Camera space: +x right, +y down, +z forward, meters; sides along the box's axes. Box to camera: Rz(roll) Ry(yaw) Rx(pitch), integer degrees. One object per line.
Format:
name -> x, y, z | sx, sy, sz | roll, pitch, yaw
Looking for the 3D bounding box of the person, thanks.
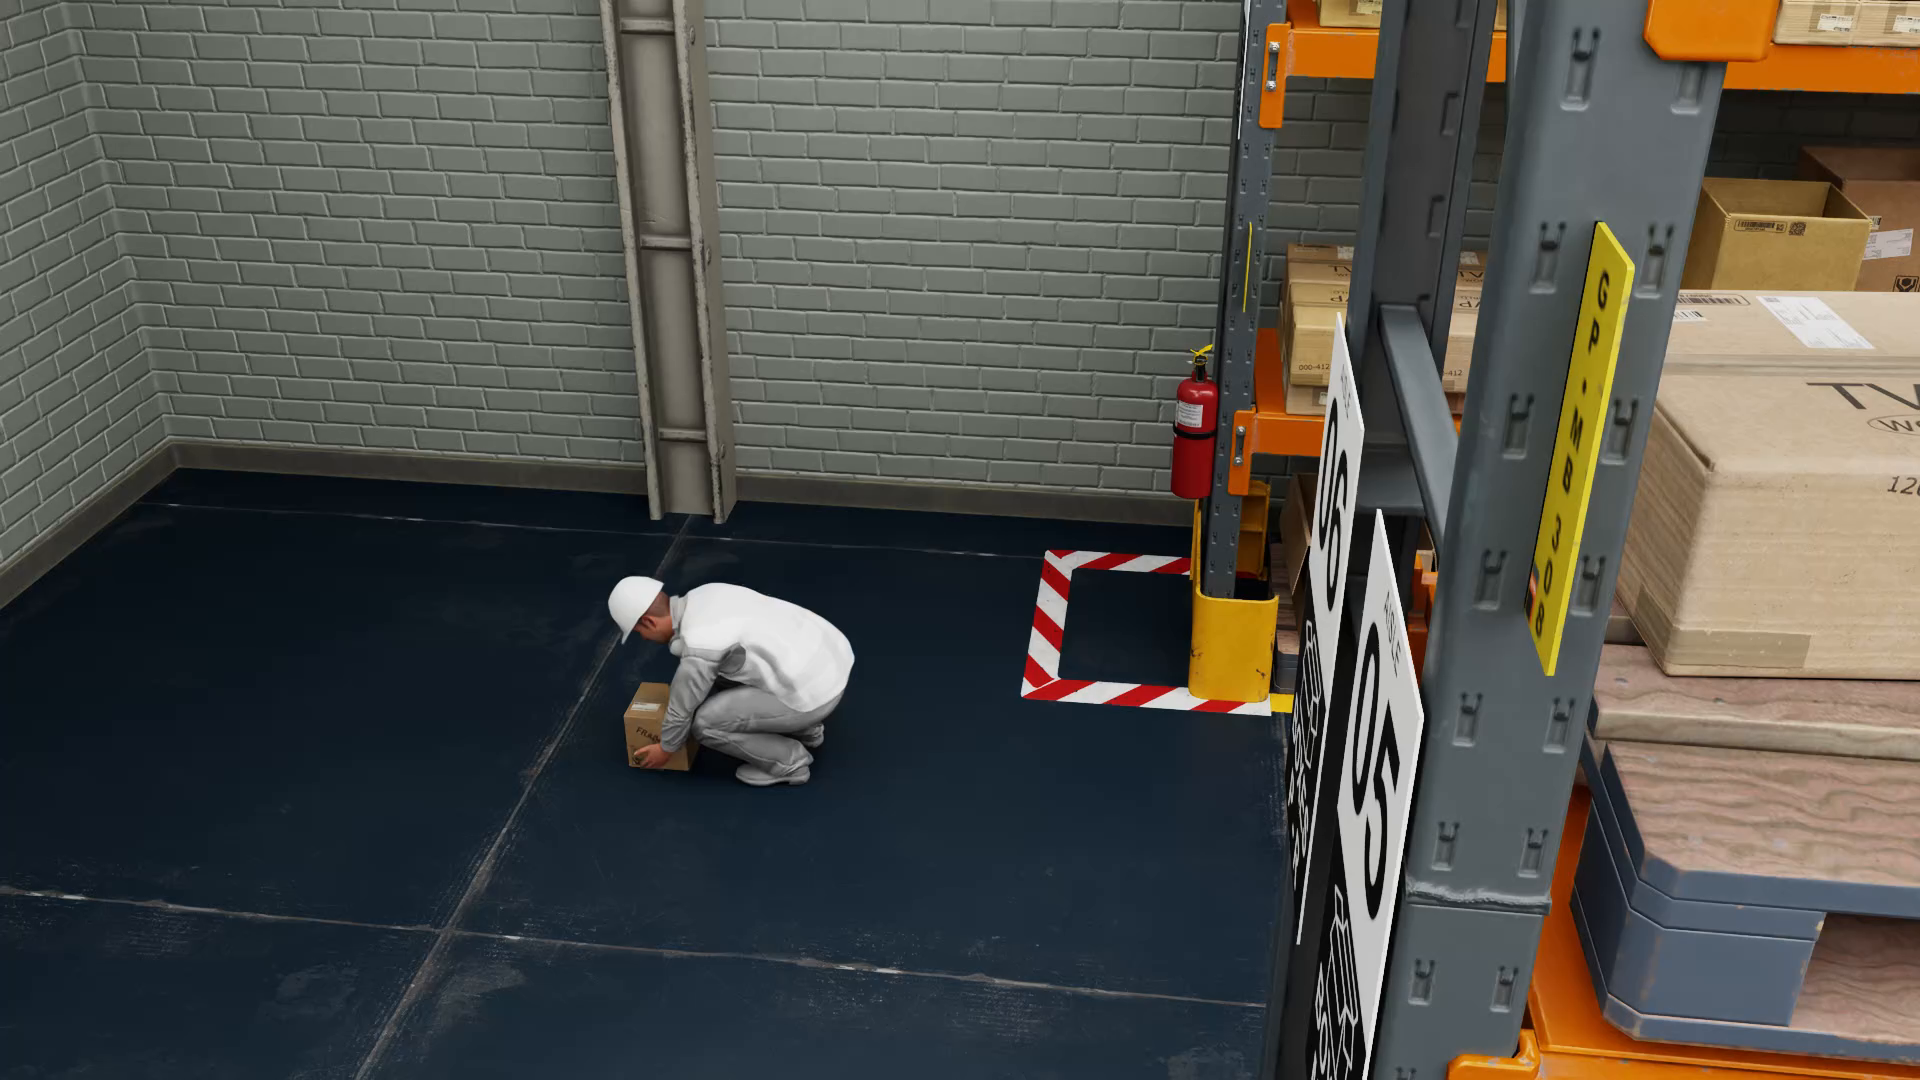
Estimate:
person -> -0.902, 0.527, 6.618 | 0.914, 0.869, 0.529 | 3, 28, 6
